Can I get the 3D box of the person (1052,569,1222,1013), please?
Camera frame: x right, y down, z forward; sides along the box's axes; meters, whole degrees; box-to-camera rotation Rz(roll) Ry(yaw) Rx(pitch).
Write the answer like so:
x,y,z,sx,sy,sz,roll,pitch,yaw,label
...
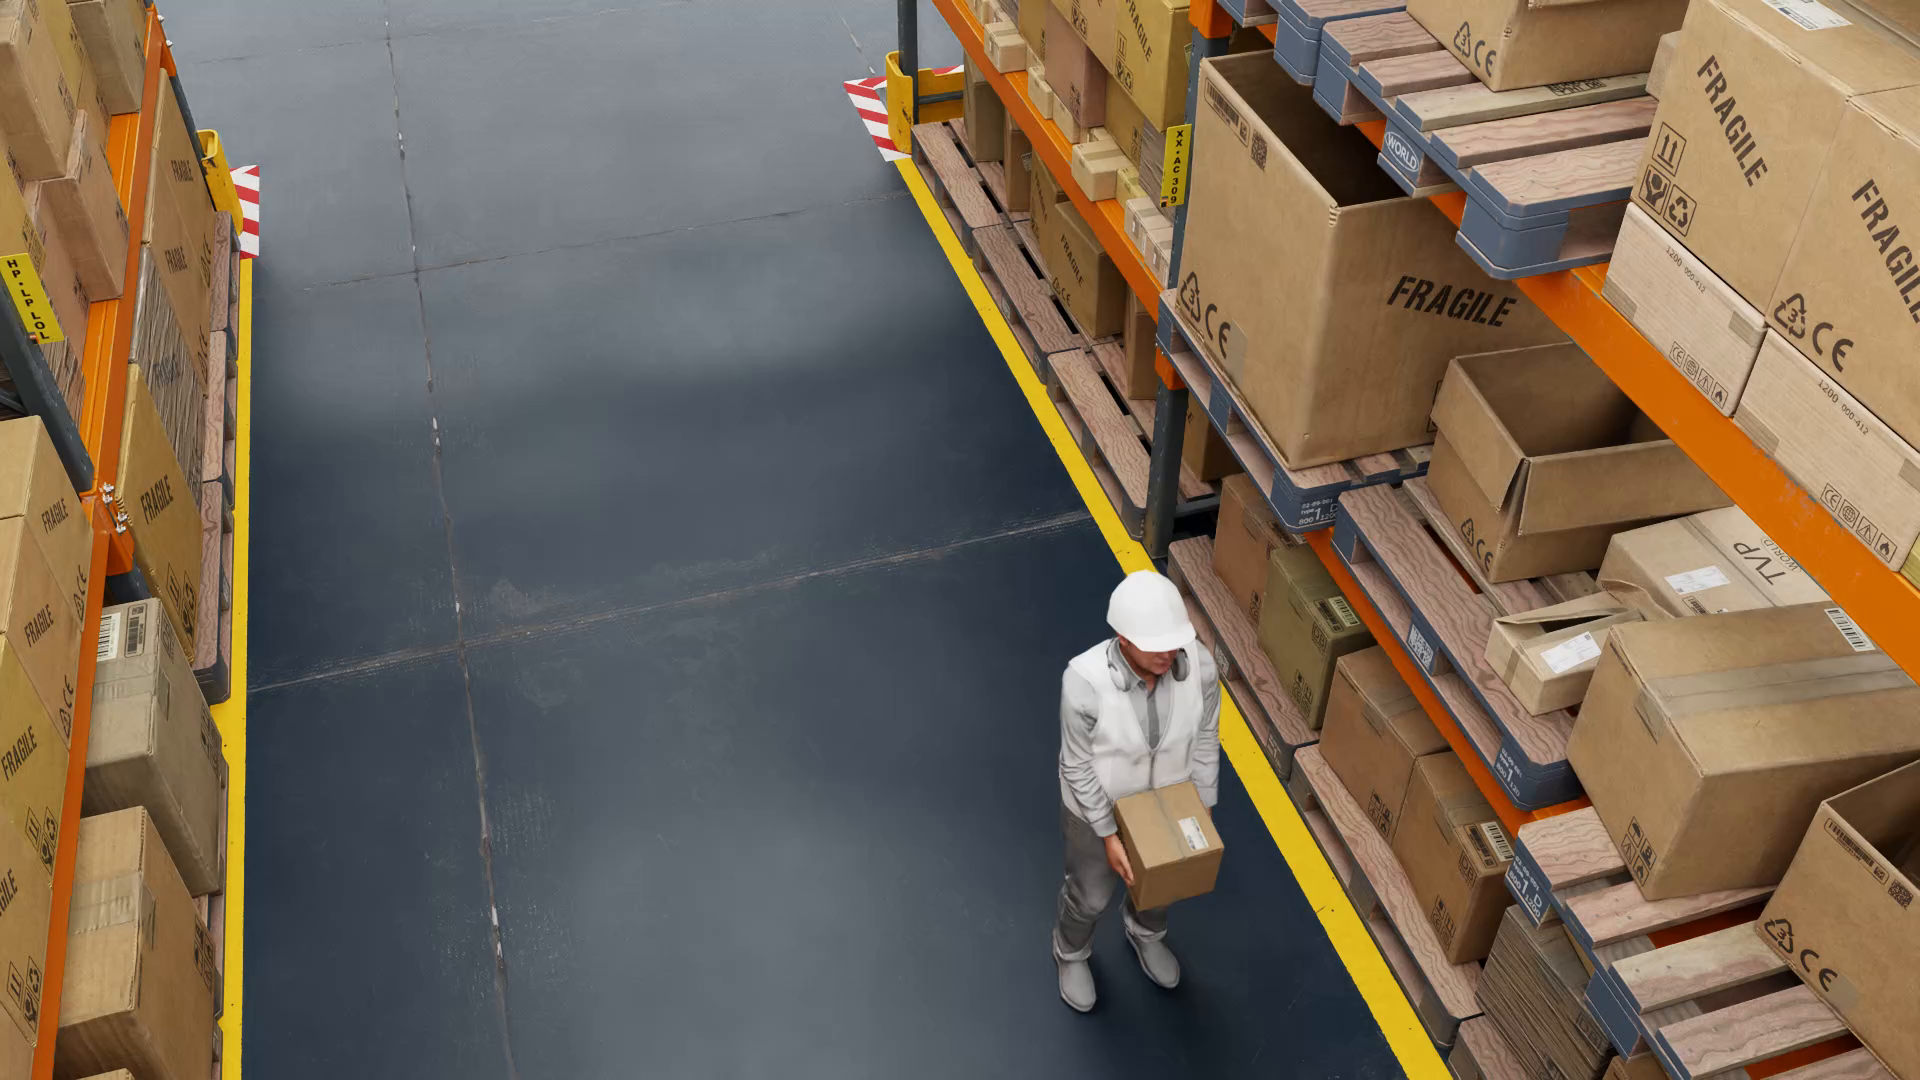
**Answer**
x,y,z,sx,sy,sz,roll,pitch,yaw,label
0.562,0.842,5.200,0.527,1.778,0.529,-12,43,-13,person
